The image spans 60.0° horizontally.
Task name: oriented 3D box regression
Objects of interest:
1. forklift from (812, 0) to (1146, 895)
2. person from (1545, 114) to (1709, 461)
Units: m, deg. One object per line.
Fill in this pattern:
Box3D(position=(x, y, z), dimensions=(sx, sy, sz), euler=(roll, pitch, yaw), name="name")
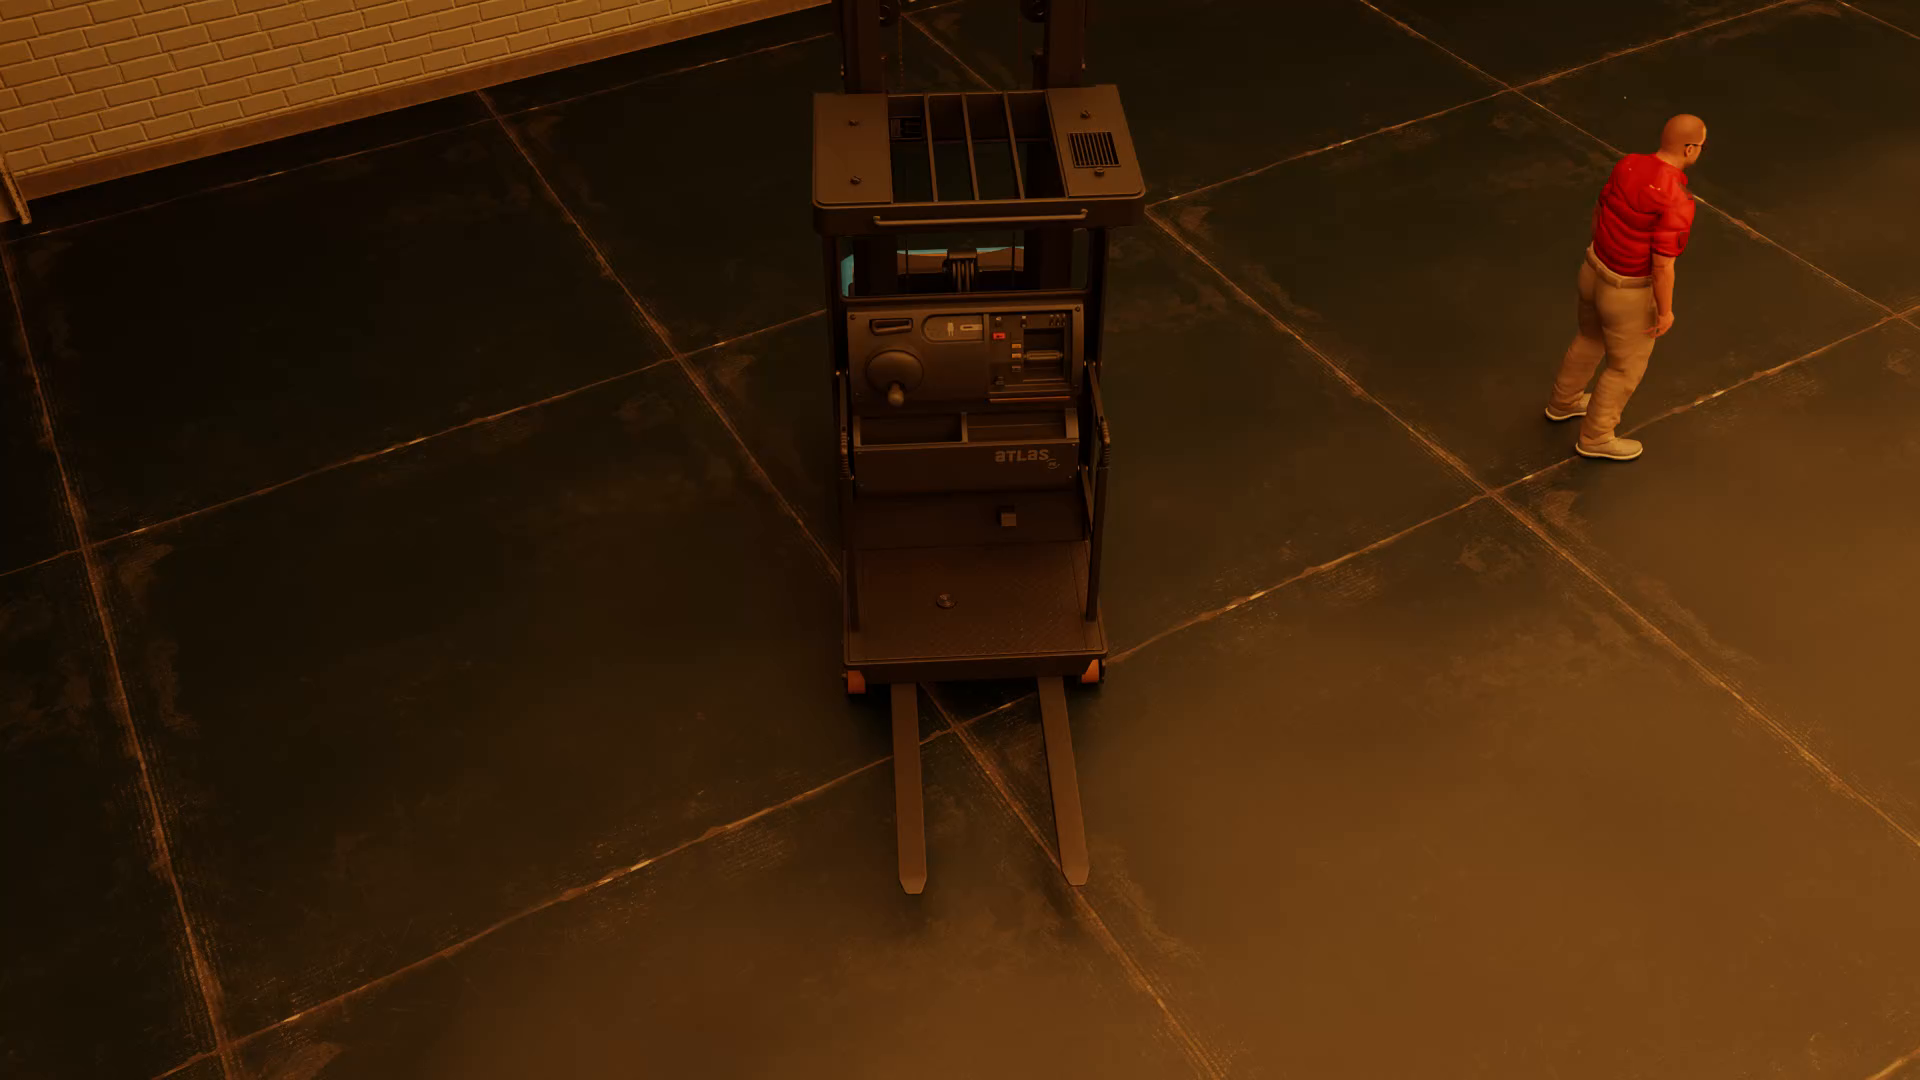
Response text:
Box3D(position=(0.039, -0.649, 6.397), dimensions=(1.130, 2.935, 3.031), euler=(-2, 43, -3), name="forklift")
Box3D(position=(3.160, -1.206, 7.882), dimensions=(0.388, 1.727, 0.599), euler=(-10, 44, -11), name="person")
